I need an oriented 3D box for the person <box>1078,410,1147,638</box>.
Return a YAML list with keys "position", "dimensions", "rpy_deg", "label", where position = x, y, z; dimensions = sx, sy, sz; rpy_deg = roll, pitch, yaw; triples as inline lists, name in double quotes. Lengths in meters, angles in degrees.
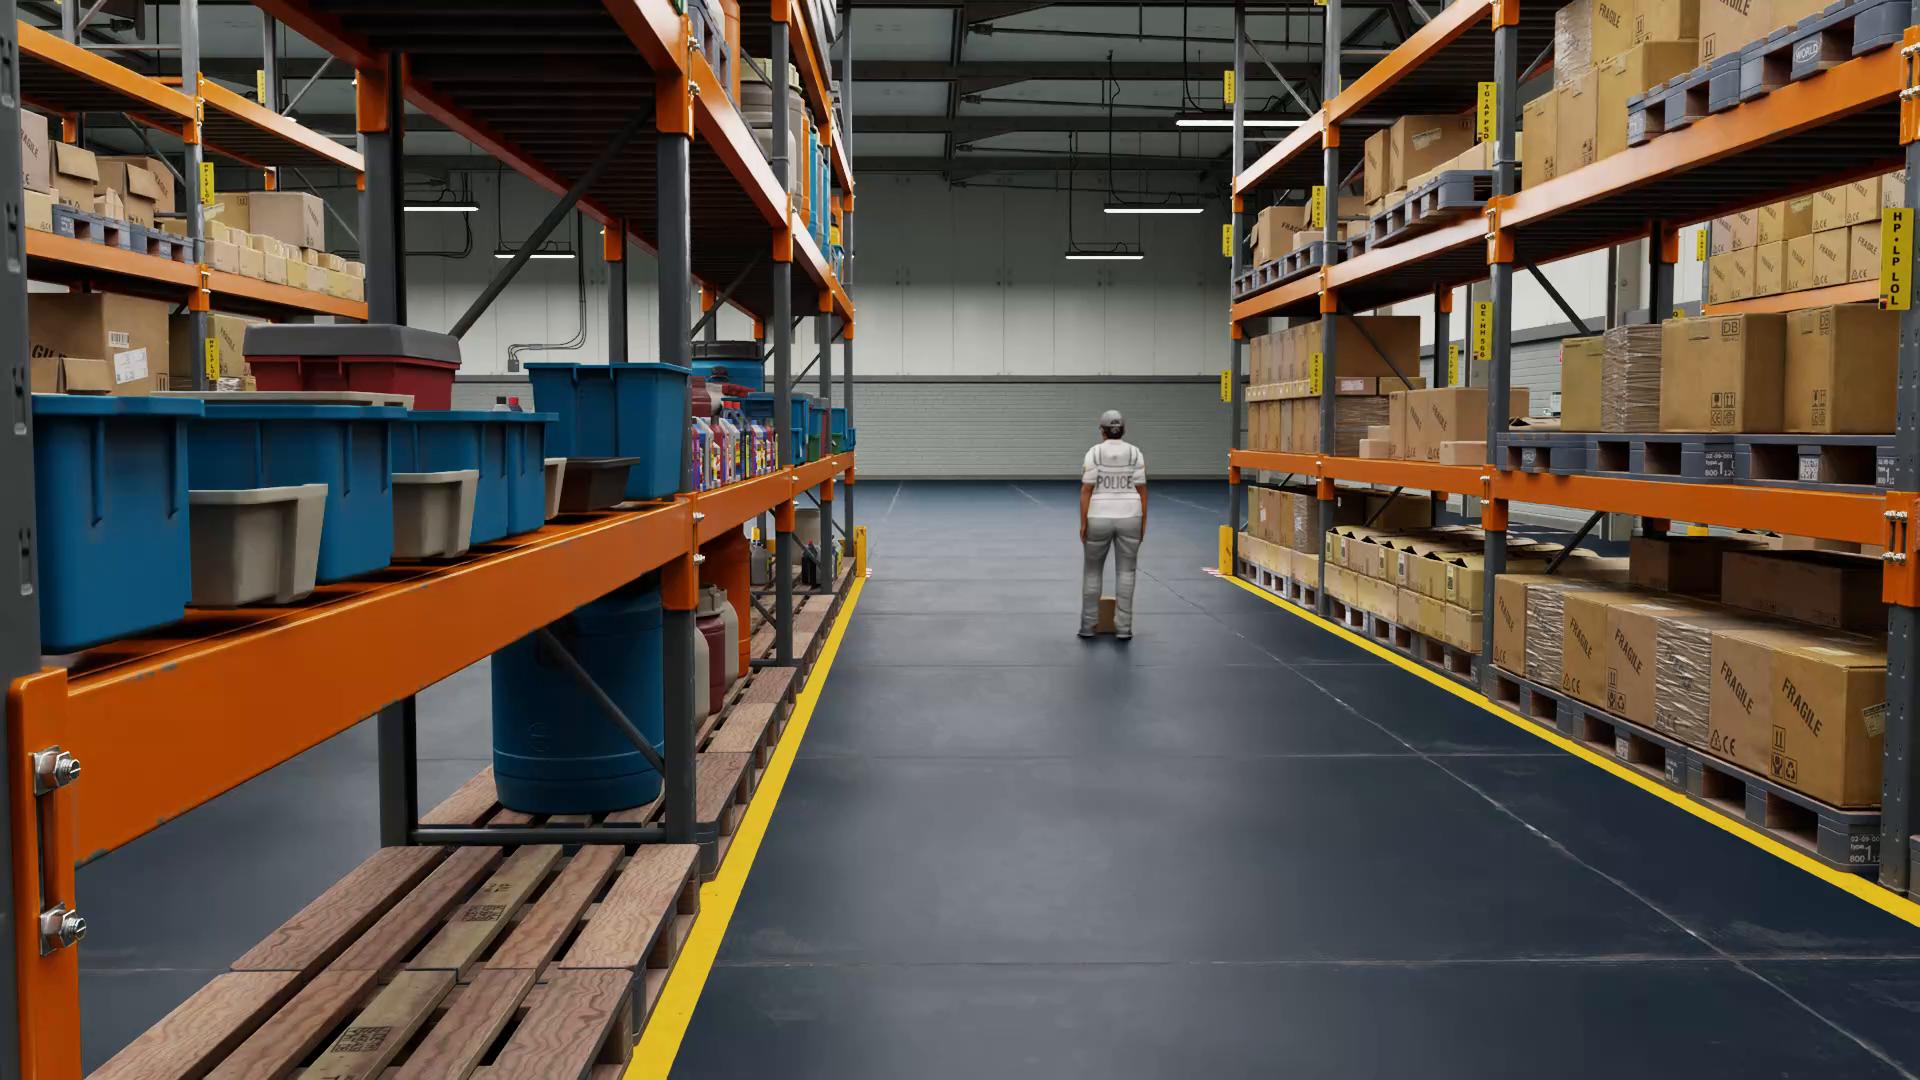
- position: [1.111, -0.114, 12.145]
  dimensions: [0.488, 1.666, 0.494]
  rpy_deg: [0, 4, -1]
  label: "person"
